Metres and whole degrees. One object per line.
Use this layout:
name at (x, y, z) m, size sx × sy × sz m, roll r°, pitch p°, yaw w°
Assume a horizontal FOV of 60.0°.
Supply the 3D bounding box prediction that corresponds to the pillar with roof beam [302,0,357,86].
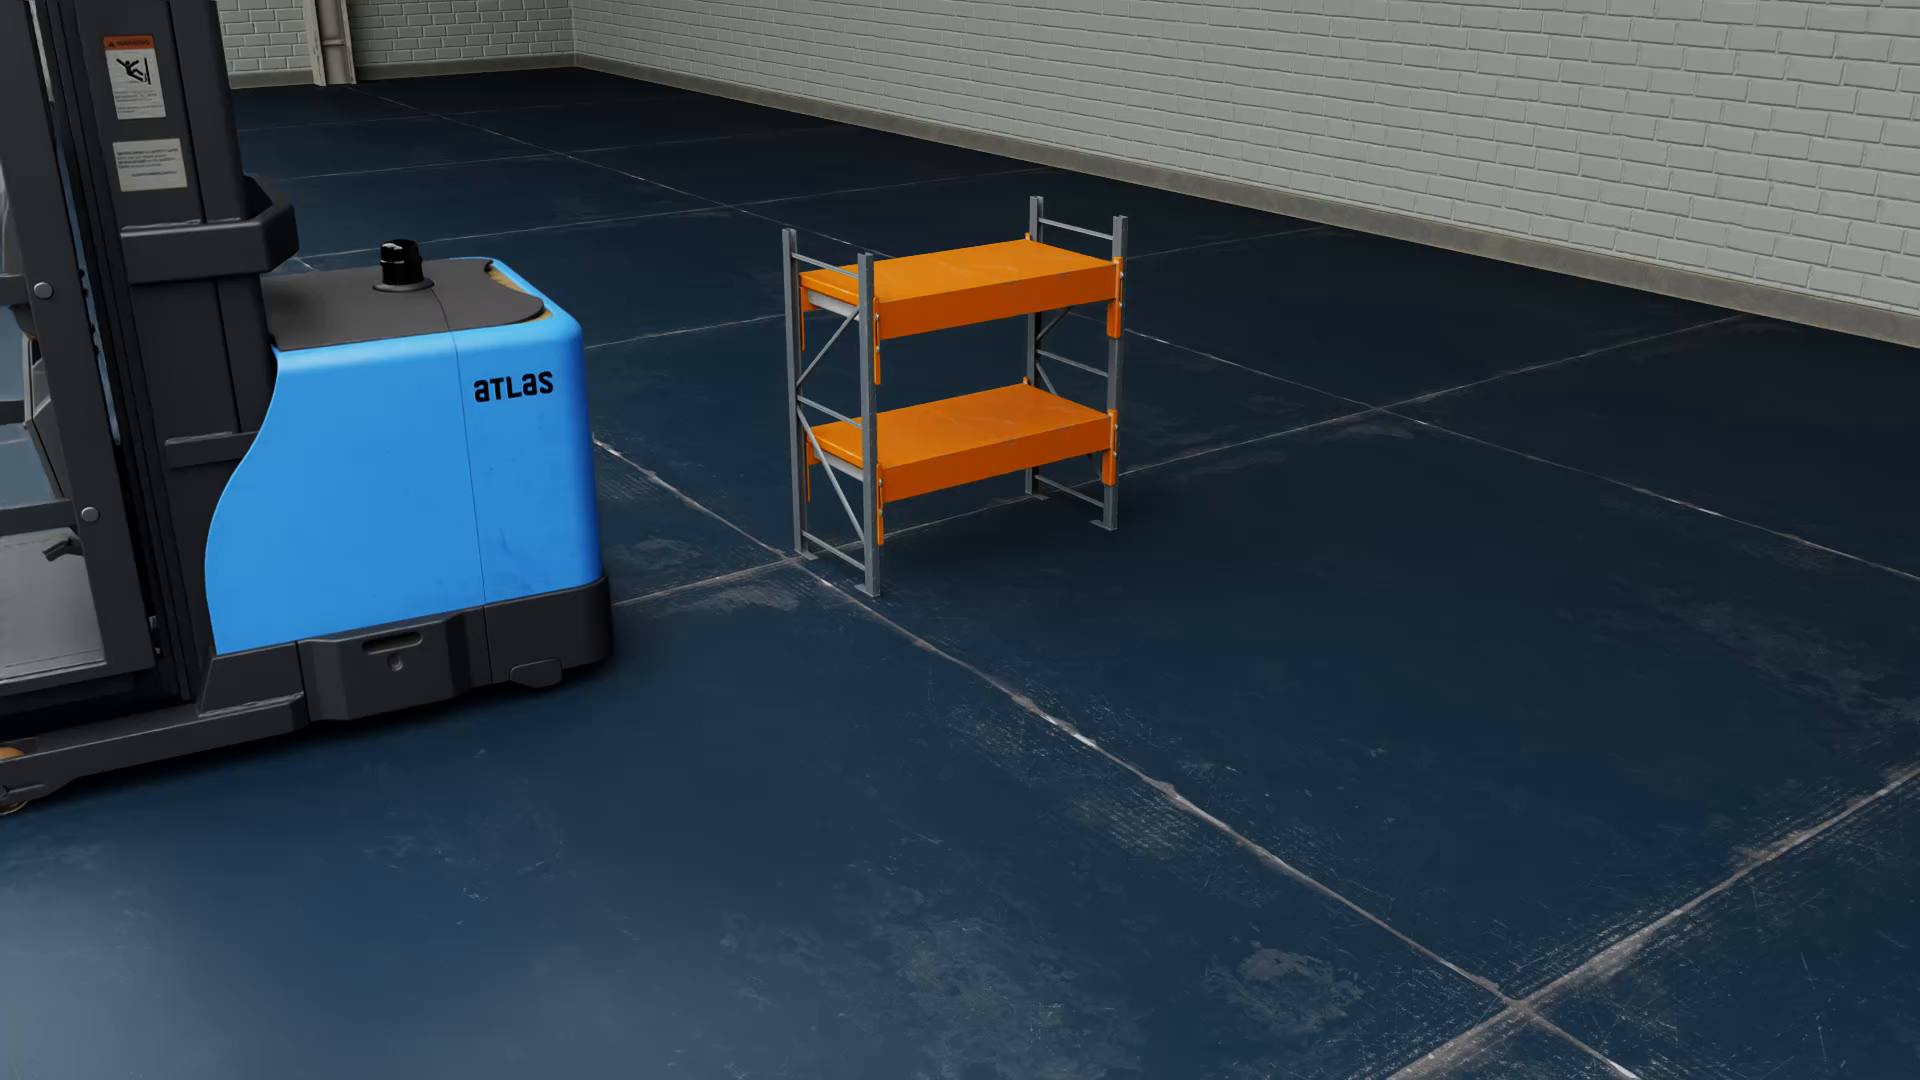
pillar with roof beam at (-4.587, -8.073, 13.987) m, size 0.400 × 9.000 × 9.100 m, roll -15°, pitch 26°, yaw -33°

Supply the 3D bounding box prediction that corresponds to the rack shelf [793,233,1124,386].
rack shelf at (-0.005, -0.793, 5.576) m, size 1.000 × 0.278 × 0.538 m, roll -15°, pitch 26°, yaw -33°

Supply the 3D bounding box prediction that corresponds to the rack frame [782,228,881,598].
rack frame at (-0.418, -0.411, 5.408) m, size 0.032 × 1.125 × 0.500 m, roll -15°, pitch 26°, yaw -33°

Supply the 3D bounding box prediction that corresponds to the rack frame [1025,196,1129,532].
rack frame at (0.407, -0.631, 5.960) m, size 0.032 × 1.125 × 0.500 m, roll -15°, pitch 26°, yaw -33°

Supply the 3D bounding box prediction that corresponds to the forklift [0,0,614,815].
forklift at (-2.564, -0.861, 4.100) m, size 3.031 × 2.935 × 1.130 m, roll -11°, pitch 24°, yaw -26°

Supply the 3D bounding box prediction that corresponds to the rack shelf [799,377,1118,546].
rack shelf at (-0.005, -0.294, 5.775) m, size 1.000 × 0.278 × 0.538 m, roll -15°, pitch 26°, yaw -33°

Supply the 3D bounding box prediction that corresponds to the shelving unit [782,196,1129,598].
shelving unit at (-0.005, -0.521, 5.684) m, size 1.048 × 1.125 × 0.538 m, roll -15°, pitch 26°, yaw -33°
